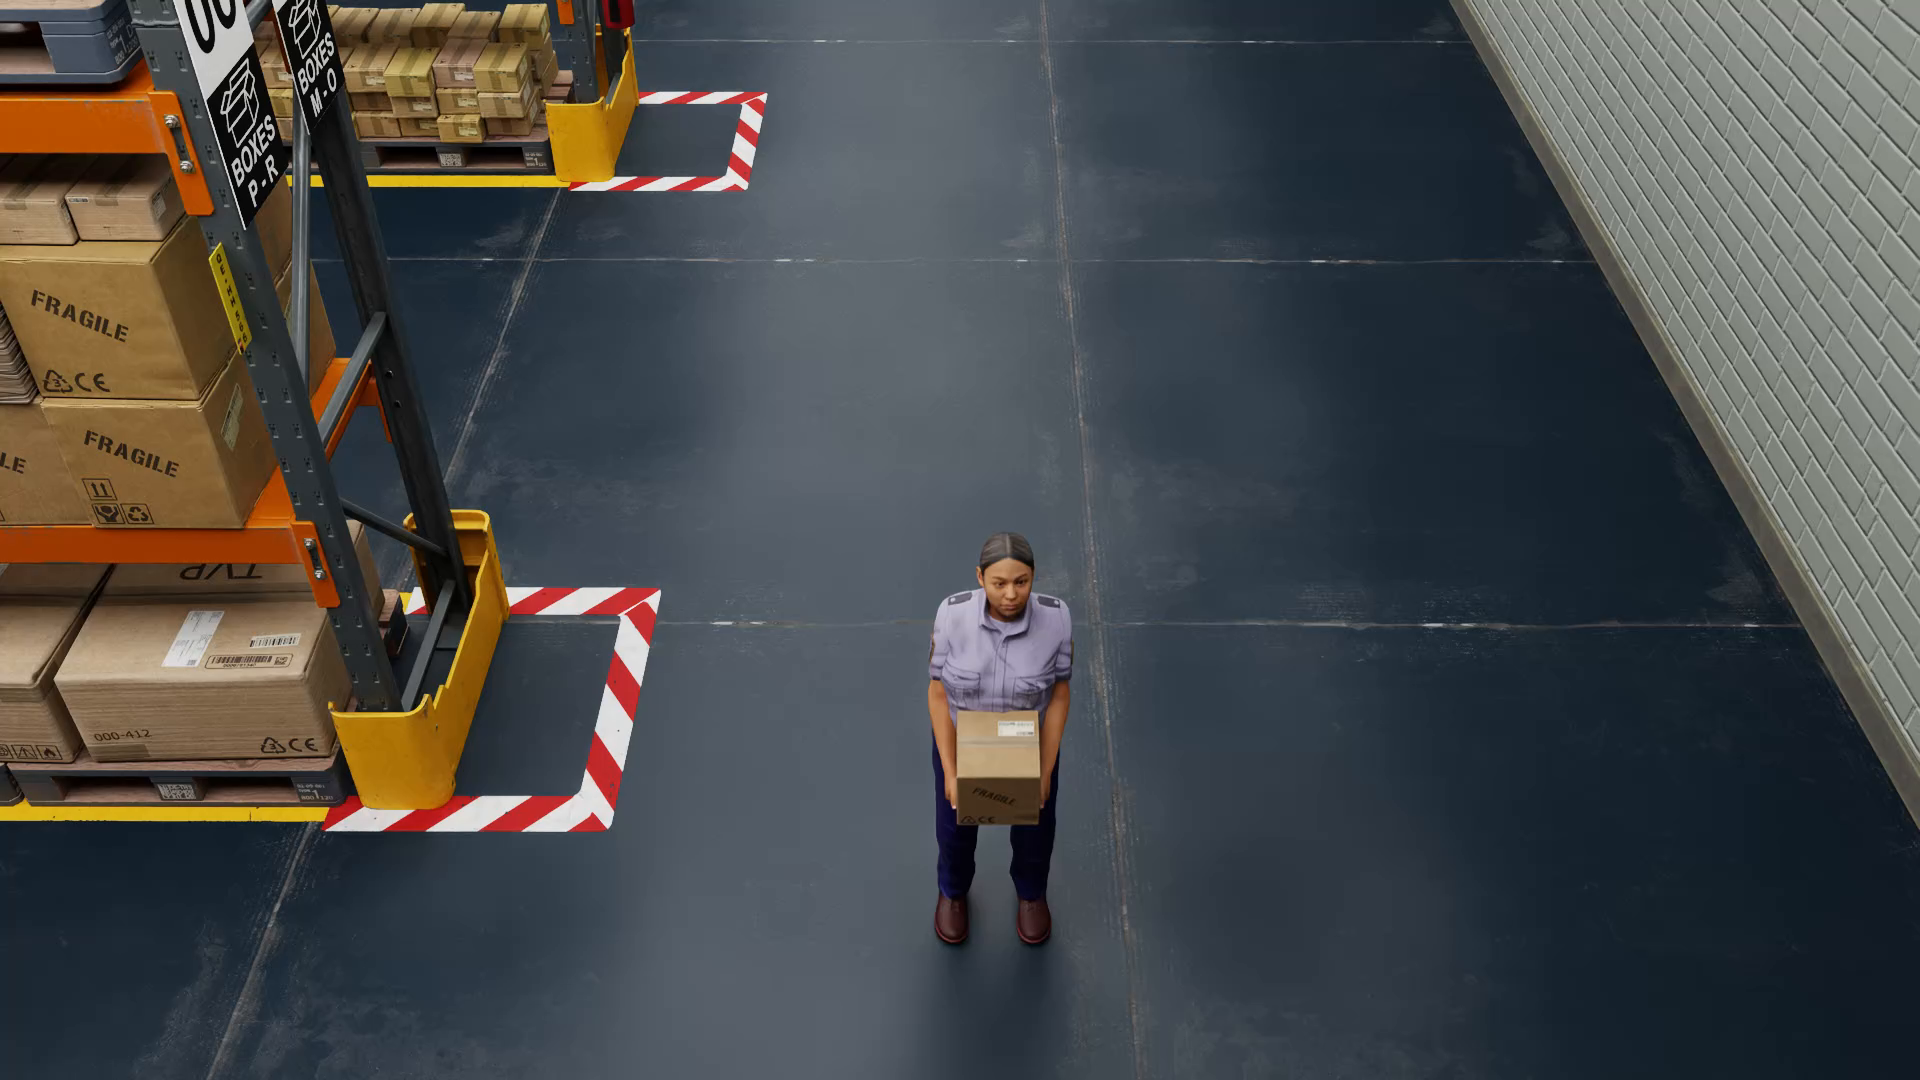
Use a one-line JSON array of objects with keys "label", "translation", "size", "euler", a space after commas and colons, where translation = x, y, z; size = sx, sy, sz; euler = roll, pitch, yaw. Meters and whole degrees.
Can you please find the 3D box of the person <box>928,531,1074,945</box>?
[{"label": "person", "translation": [0.125, 0.713, 5.321], "size": [0.452, 1.634, 0.516], "euler": [0, 40, 0]}]
